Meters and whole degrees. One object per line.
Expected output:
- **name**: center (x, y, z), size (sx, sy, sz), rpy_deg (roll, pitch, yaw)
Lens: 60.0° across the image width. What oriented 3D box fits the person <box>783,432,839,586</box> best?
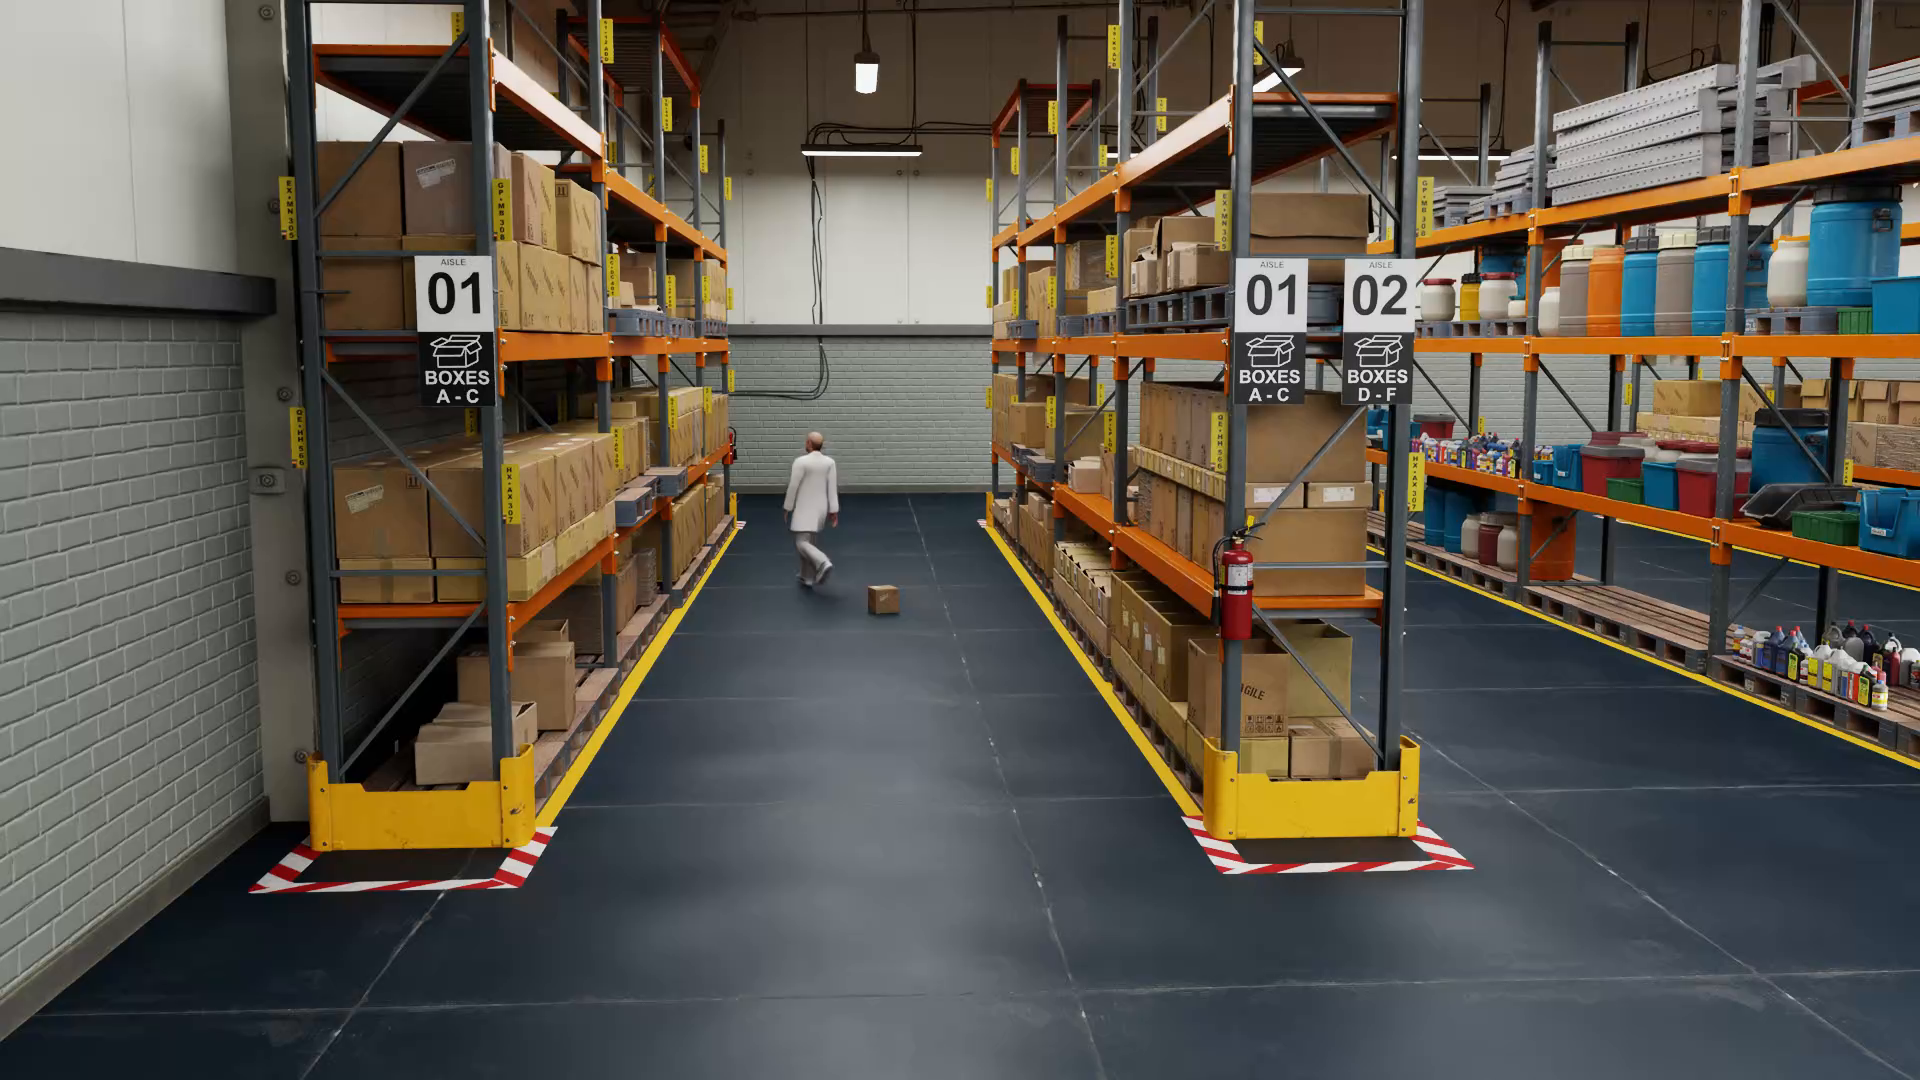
- **person**: center (-1.652, -0.337, 18.593), size (0.614, 1.737, 0.977), rpy_deg (-5, 9, -38)
